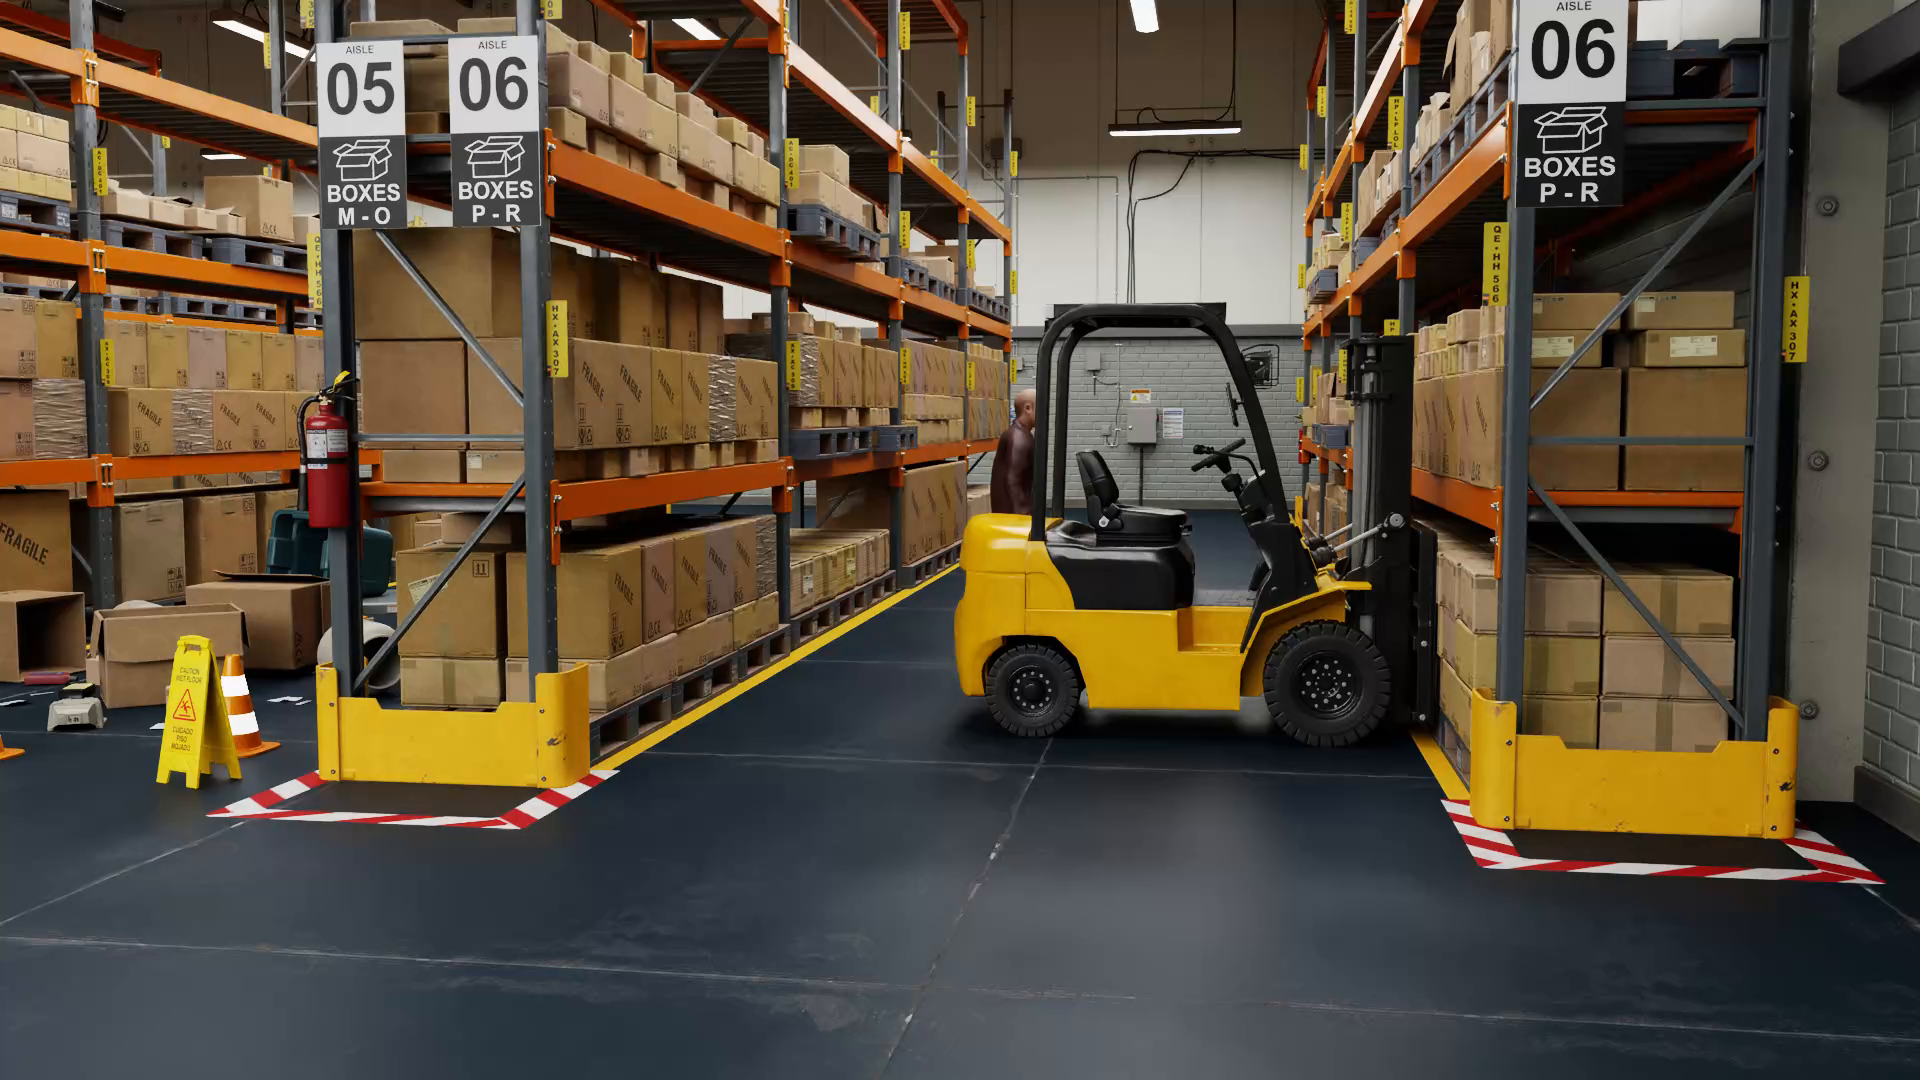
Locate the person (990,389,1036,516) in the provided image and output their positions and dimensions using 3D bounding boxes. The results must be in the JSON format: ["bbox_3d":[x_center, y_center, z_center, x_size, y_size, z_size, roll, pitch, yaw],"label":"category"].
[{"bbox_3d":[0.407,-0.097,10.853,0.418,1.774,0.656,0,4,6],"label":"person"}]
